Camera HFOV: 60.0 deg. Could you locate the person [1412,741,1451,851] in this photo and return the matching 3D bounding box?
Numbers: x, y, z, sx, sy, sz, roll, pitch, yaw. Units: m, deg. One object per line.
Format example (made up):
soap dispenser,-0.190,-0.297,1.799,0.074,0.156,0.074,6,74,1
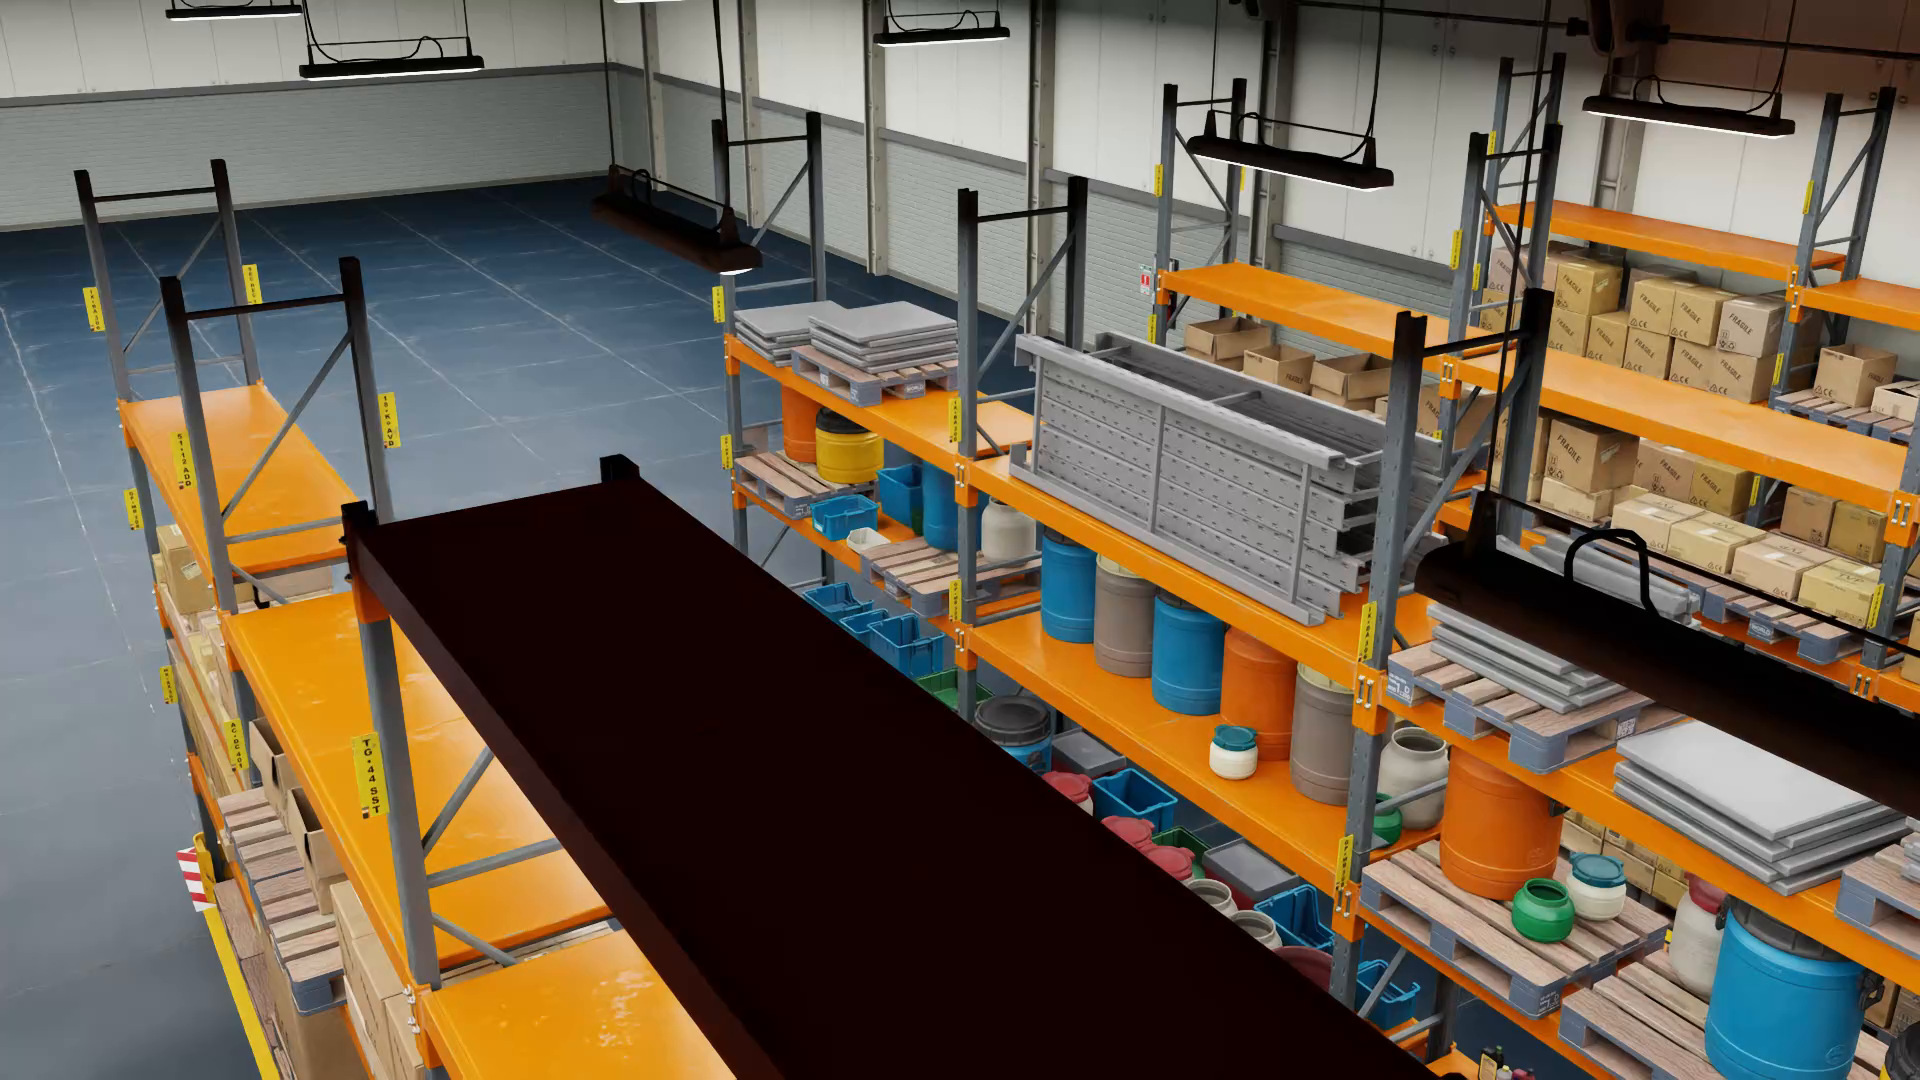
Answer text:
person,3.701,2.192,12.989,0.640,1.640,1.148,-15,27,-33
